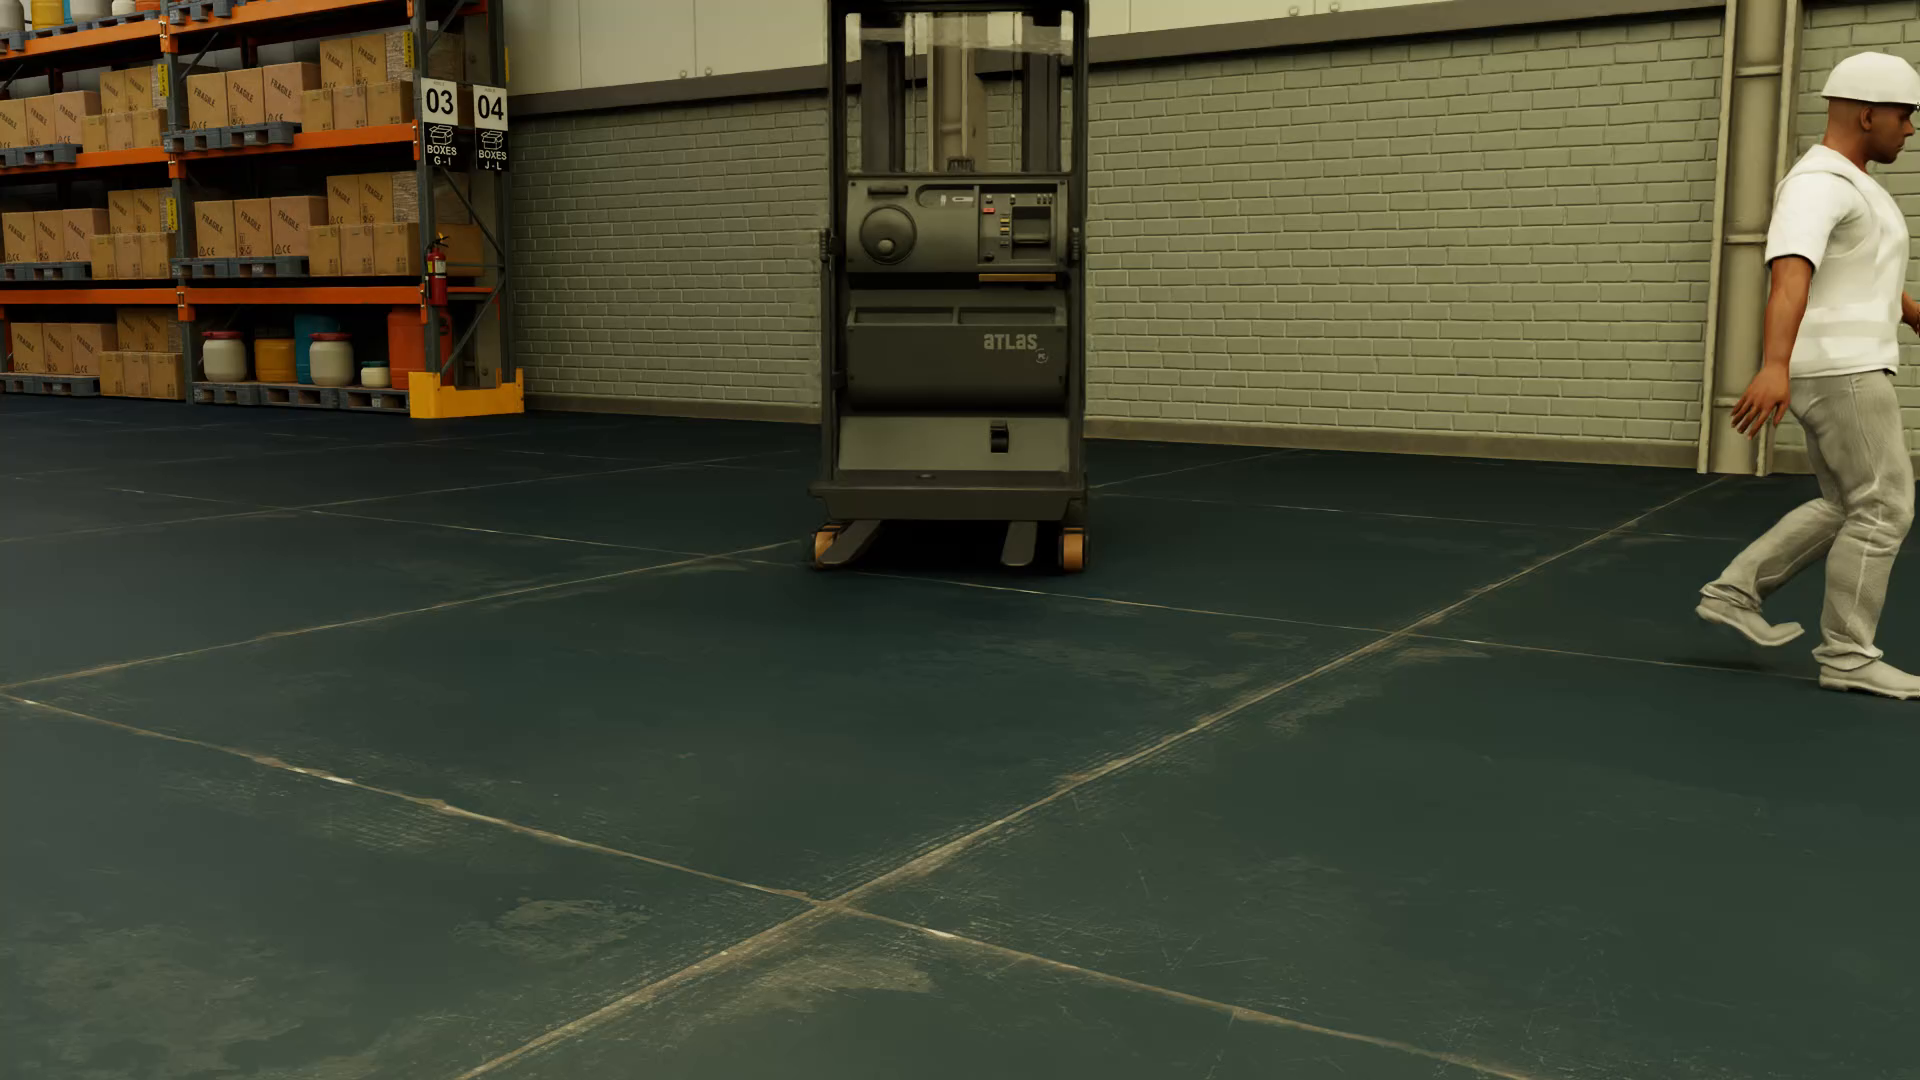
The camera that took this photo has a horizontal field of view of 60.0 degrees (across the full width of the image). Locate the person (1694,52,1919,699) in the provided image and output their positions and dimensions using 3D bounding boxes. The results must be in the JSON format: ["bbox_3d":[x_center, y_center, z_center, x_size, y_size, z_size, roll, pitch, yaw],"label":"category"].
[{"bbox_3d":[2.463,-0.461,4.647,0.684,1.746,0.907,4,9,26],"label":"person"}]

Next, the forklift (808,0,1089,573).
[{"bbox_3d":[-0.024,-1.364,6.786,1.130,2.935,3.031,1,8,4],"label":"forklift"}]
